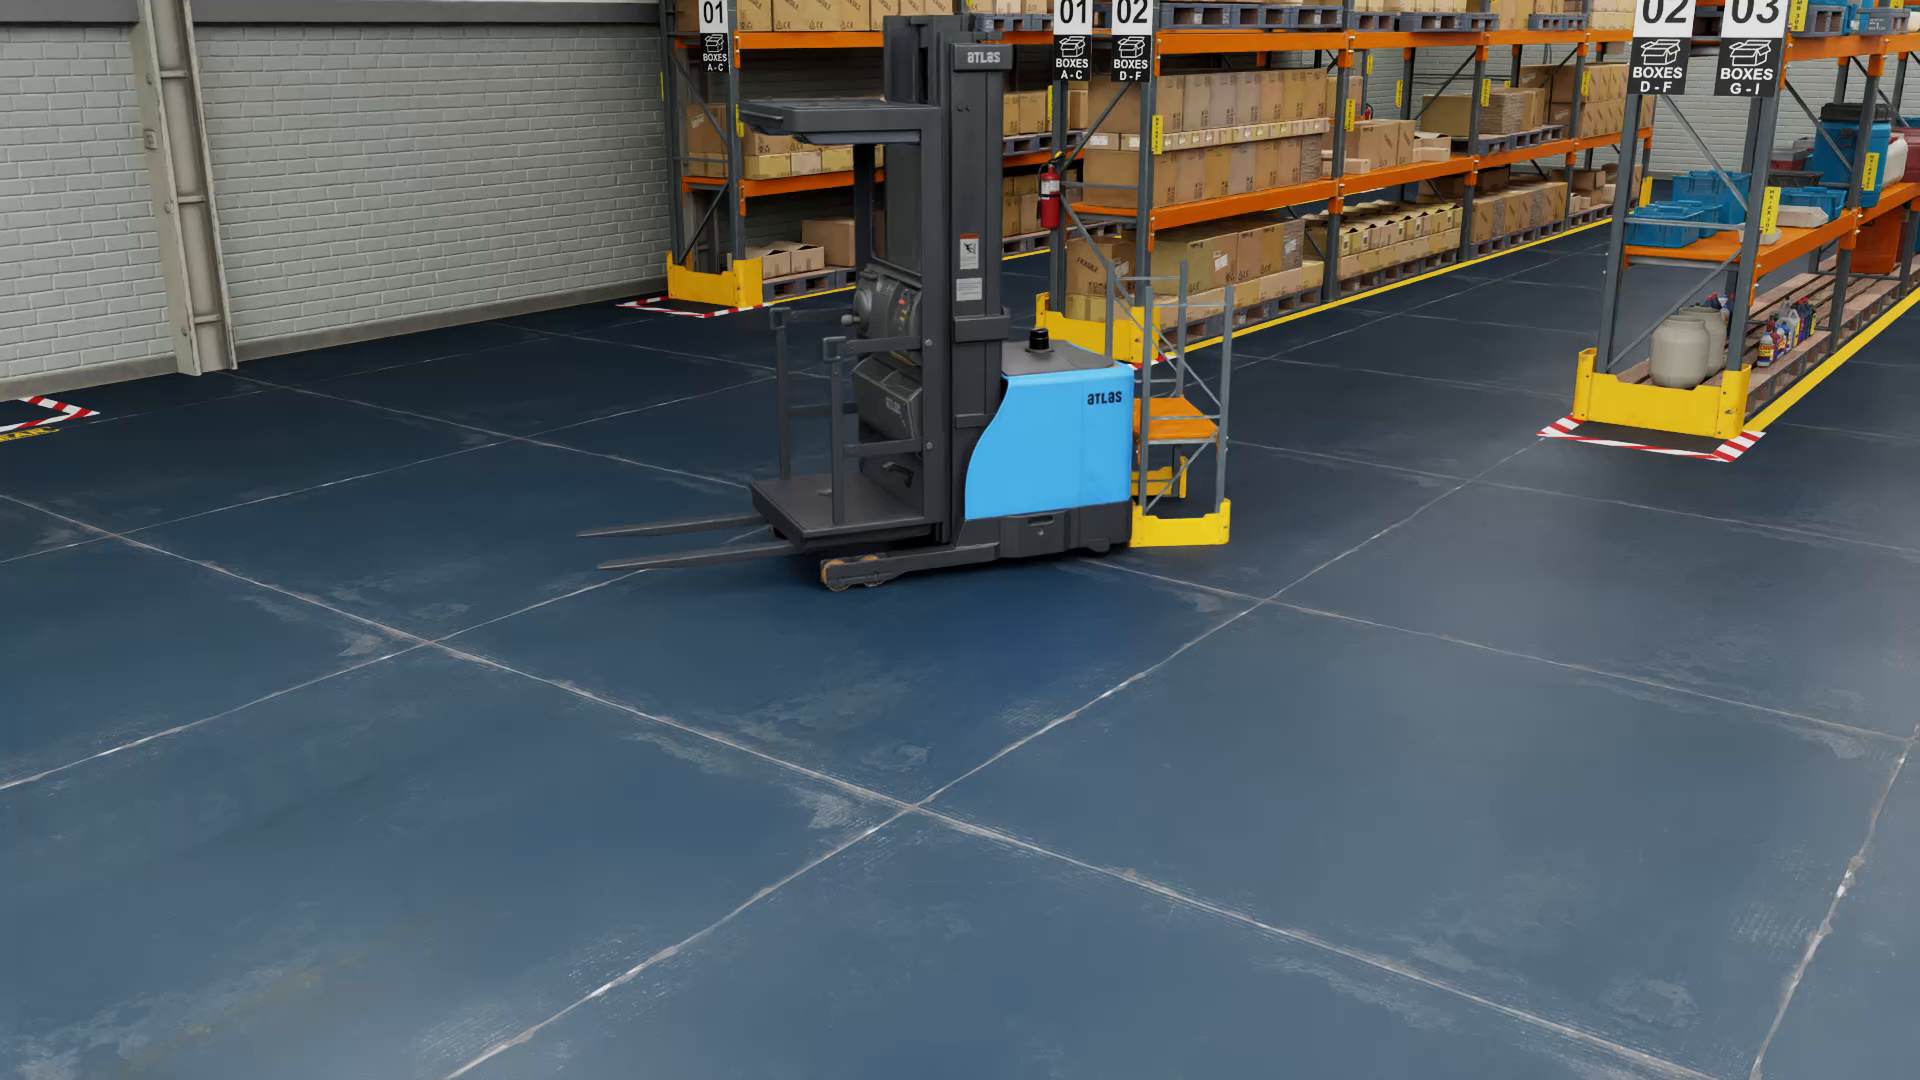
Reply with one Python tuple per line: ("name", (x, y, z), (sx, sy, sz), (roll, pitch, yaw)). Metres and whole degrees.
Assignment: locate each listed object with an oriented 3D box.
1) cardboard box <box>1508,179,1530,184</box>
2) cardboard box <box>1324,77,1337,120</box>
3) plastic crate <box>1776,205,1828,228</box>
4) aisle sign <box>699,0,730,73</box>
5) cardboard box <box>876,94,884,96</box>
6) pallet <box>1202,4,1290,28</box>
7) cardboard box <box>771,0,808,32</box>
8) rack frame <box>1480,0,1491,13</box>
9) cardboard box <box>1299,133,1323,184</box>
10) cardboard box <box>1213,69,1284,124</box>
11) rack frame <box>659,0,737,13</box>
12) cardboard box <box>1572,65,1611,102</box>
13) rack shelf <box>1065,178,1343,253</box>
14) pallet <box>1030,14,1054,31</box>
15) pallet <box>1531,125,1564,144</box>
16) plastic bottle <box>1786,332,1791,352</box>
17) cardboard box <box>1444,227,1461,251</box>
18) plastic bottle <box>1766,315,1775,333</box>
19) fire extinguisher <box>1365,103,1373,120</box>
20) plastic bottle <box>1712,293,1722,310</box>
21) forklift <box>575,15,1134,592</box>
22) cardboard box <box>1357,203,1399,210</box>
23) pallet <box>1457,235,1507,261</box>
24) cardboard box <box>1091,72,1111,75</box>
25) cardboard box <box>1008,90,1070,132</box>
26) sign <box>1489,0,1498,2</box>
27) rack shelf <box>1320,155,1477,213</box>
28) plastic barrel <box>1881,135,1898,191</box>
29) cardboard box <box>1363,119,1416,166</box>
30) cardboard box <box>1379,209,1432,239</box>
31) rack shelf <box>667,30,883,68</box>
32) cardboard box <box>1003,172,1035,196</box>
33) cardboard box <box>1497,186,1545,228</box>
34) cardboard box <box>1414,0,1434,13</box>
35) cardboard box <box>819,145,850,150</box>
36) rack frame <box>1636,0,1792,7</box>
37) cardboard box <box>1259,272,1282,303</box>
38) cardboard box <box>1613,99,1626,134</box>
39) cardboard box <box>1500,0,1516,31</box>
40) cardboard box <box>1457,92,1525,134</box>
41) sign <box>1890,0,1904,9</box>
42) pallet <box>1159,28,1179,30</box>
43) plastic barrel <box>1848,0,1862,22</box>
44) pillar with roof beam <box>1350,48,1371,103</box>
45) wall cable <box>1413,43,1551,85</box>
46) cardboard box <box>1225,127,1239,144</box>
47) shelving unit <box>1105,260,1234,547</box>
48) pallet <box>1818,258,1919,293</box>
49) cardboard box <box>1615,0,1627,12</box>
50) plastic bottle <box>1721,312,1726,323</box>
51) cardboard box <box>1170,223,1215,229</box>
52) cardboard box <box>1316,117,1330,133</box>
("cardboard box", (7.928, -4.954, 24.111), (0.500, 0.500, 0.500), (11, 21, 32))
("cardboard box", (6.094, -7.682, 28.916), (0.980, 0.700, 0.700), (12, 21, 34))
("plastic crate", (6.857, -2.671, 13.730), (0.530, 0.136, 0.437), (12, 21, 35))
("aisle sign", (-2.521, -5.197, 17.039), (0.394, 0.787, 0.004), (12, 21, 35))
("cardboard box", (-0.783, -5.200, 20.385), (0.500, 0.500, 0.500), (12, 21, 33))
("pallet", (2.430, -4.997, 15.870), (1.003, 0.211, 1.213), (12, 21, 35))
("cardboard box", (-1.970, -5.673, 17.694), (0.500, 0.500, 0.500), (14, 22, 38))
("rack frame", (6.028, -7.922, 20.081), (1.000, 3.000, 0.127), (12, 21, 35))
("cardboard box", (3.386, -4.045, 17.544), (0.700, 0.500, 0.500), (12, 21, 33))
("cardboard box", (2.787, -4.425, 16.579), (0.700, 0.500, 0.500), (12, 21, 35))
("rack frame", (-2.719, -6.891, 16.761), (1.000, 3.000, 0.127), (12, 21, 35))
("cardboard box", (9.225, -6.720, 24.472), (0.500, 0.500, 0.500), (12, 21, 33))
("rack shelf", (2.453, -3.284, 16.475), (1.077, 0.370, 4.000), (12, 21, 35))
("pallet", (0.733, -6.697, 21.511), (1.213, 0.211, 1.003), (12, 21, 35))
("pallet", (7.848, -5.747, 23.516), (1.003, 0.211, 1.213), (12, 21, 35))
("plastic bottle", (7.013, -1.704, 14.149), (0.097, 0.201, 0.097), (0, 17, 0))
("cardboard box", (5.911, -3.776, 20.773), (0.500, 0.250, 0.500), (13, 21, 36))
("plastic bottle", (6.976, -1.795, 14.303), (0.061, 0.283, 0.133), (12, 21, 35))
("fire extinguisher", (7.275, -7.576, 29.842), (0.296, 0.674, 0.183), (12, 21, 35))
("plastic bottle", (6.807, -2.054, 15.025), (0.144, 0.351, 0.185), (13, 22, 36))
("forklift", (-0.582, -1.302, 8.995), (3.031, 2.935, 1.130), (-7, 19, -21))
("cardboard box", (5.174, -4.013, 20.590), (0.500, 0.311, 0.500), (12, 21, 33))
("pallet", (6.503, -3.896, 21.935), (1.003, 0.211, 1.213), (12, 21, 35))
("cardboard box", (2.110, -6.643, 24.108), (0.500, 0.250, 0.500), (13, 22, 36))
("cardboard box", (1.051, -5.775, 22.372), (0.700, 0.500, 0.500), (12, 21, 35))
("sign", (6.469, -6.674, 20.115), (0.100, 0.325, 0.005), (12, 21, 35))
("rack shelf", (4.837, -4.237, 19.543), (1.077, 0.370, 4.000), (12, 21, 35))
("plastic barrel", (9.062, -3.760, 16.564), (0.433, 0.535, 0.433), (0, 17, 0))
("cardboard box", (5.042, -4.702, 19.659), (0.500, 0.500, 0.500), (11, 20, 32))
("cardboard box", (5.306, -3.799, 19.903), (0.500, 0.311, 0.500), (12, 21, 34))
("rack shelf", (-1.527, -5.591, 18.846), (1.077, 0.370, 4.000), (12, 21, 35))
("cardboard box", (0.656, -4.761, 22.227), (0.500, 0.250, 0.500), (12, 21, 33))
("cardboard box", (7.747, -4.622, 23.043), (0.500, 0.500, 0.500), (13, 21, 35))
("cardboard box", (5.155, -6.238, 19.261), (0.500, 0.250, 0.500), (12, 21, 34))
("cardboard box", (-1.578, -4.621, 18.520), (0.500, 0.500, 0.500), (12, 21, 33))
("rack frame", (5.237, -5.140, 11.123), (1.000, 3.000, 0.127), (12, 21, 35))
("cardboard box", (2.952, -2.604, 16.998), (0.500, 0.250, 0.500), (12, 21, 35))
("cardboard box", (9.838, -6.493, 25.427), (0.500, 0.500, 0.500), (12, 21, 34))
("cardboard box", (6.565, -6.769, 21.255), (0.910, 0.500, 0.500), (12, 21, 35))
("cardboard box", (7.011, -5.659, 22.033), (0.500, 0.500, 0.700), (-15, 23, -40))
("sign", (8.056, -4.565, 14.313), (0.100, 0.325, 0.005), (12, 21, 35))
("pallet", (2.389, -7.436, 23.893), (1.213, 0.211, 1.003), (14, 22, 37))
("plastic barrel", (8.139, -5.215, 15.577), (0.600, 0.901, 0.600), (0, 17, 0))
("pillar with roof beam", (11.186, -10.737, 29.146), (9.100, 9.000, 0.400), (12, 21, 35))
("wall cable", (10.471, -10.503, 33.627), (3.097, 2.526, 0.112), (12, 21, 35))
("cardboard box", (2.434, -3.872, 15.891), (0.380, 0.149, 0.250), (12, 21, 34))
("shelving unit", (1.210, -0.844, 9.934), (0.587, 1.500, 1.083), (-2, 17, -7))
("pallet", (10.440, -3.044, 19.191), (1.003, 0.211, 1.213), (12, 21, 35))
("cardboard box", (9.505, -7.918, 24.534), (0.500, 0.250, 0.500), (12, 21, 35))
("plastic bottle", (6.575, -1.852, 14.501), (0.152, 0.276, 0.135), (12, 21, 35))
("cardboard box", (2.225, -2.937, 16.807), (0.500, 0.500, 0.500), (12, 21, 35))
("cardboard box", (3.655, -4.359, 17.461), (0.380, 0.149, 0.250), (12, 21, 35))
